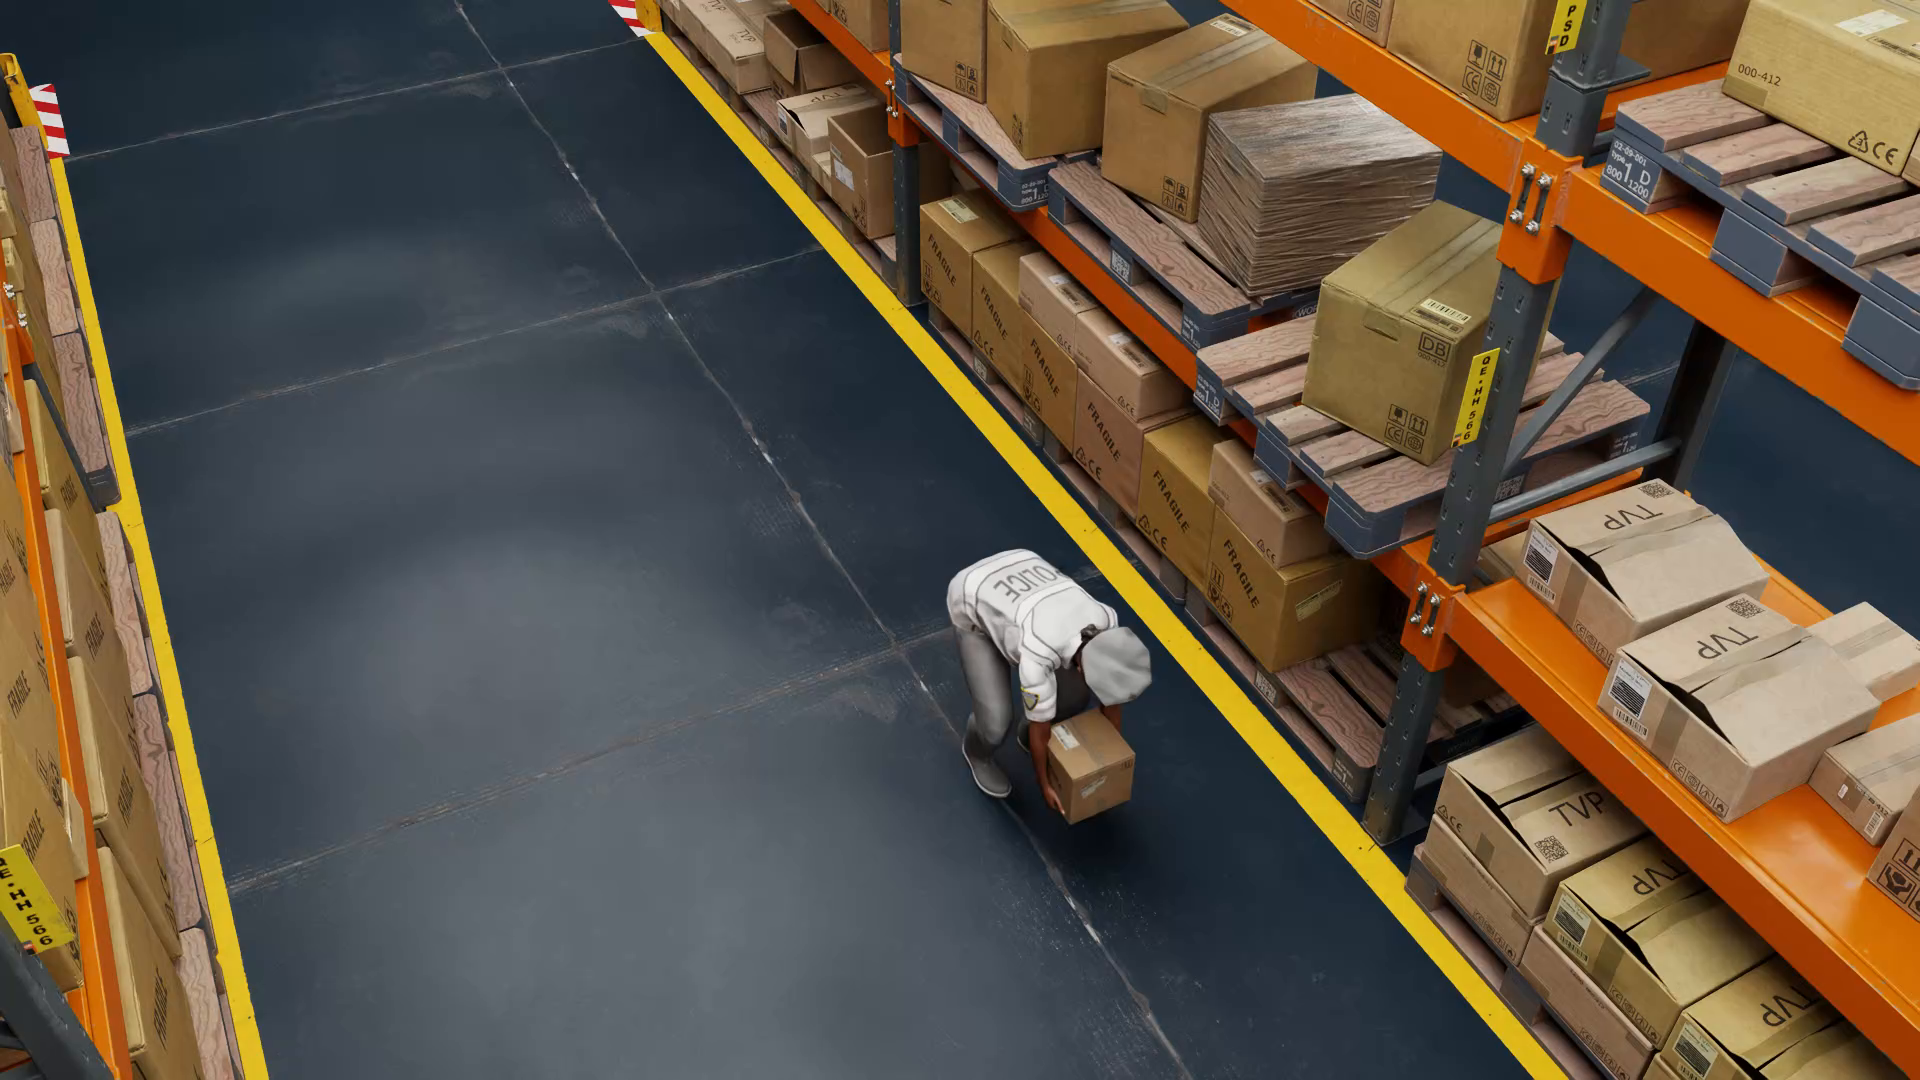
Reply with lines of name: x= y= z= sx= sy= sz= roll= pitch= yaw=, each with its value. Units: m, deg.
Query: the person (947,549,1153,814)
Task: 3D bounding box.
person: x=0.301 y=0.556 z=5.957 sx=0.443 sy=1.102 sz=0.930 roll=-22 pitch=46 yaw=-23
